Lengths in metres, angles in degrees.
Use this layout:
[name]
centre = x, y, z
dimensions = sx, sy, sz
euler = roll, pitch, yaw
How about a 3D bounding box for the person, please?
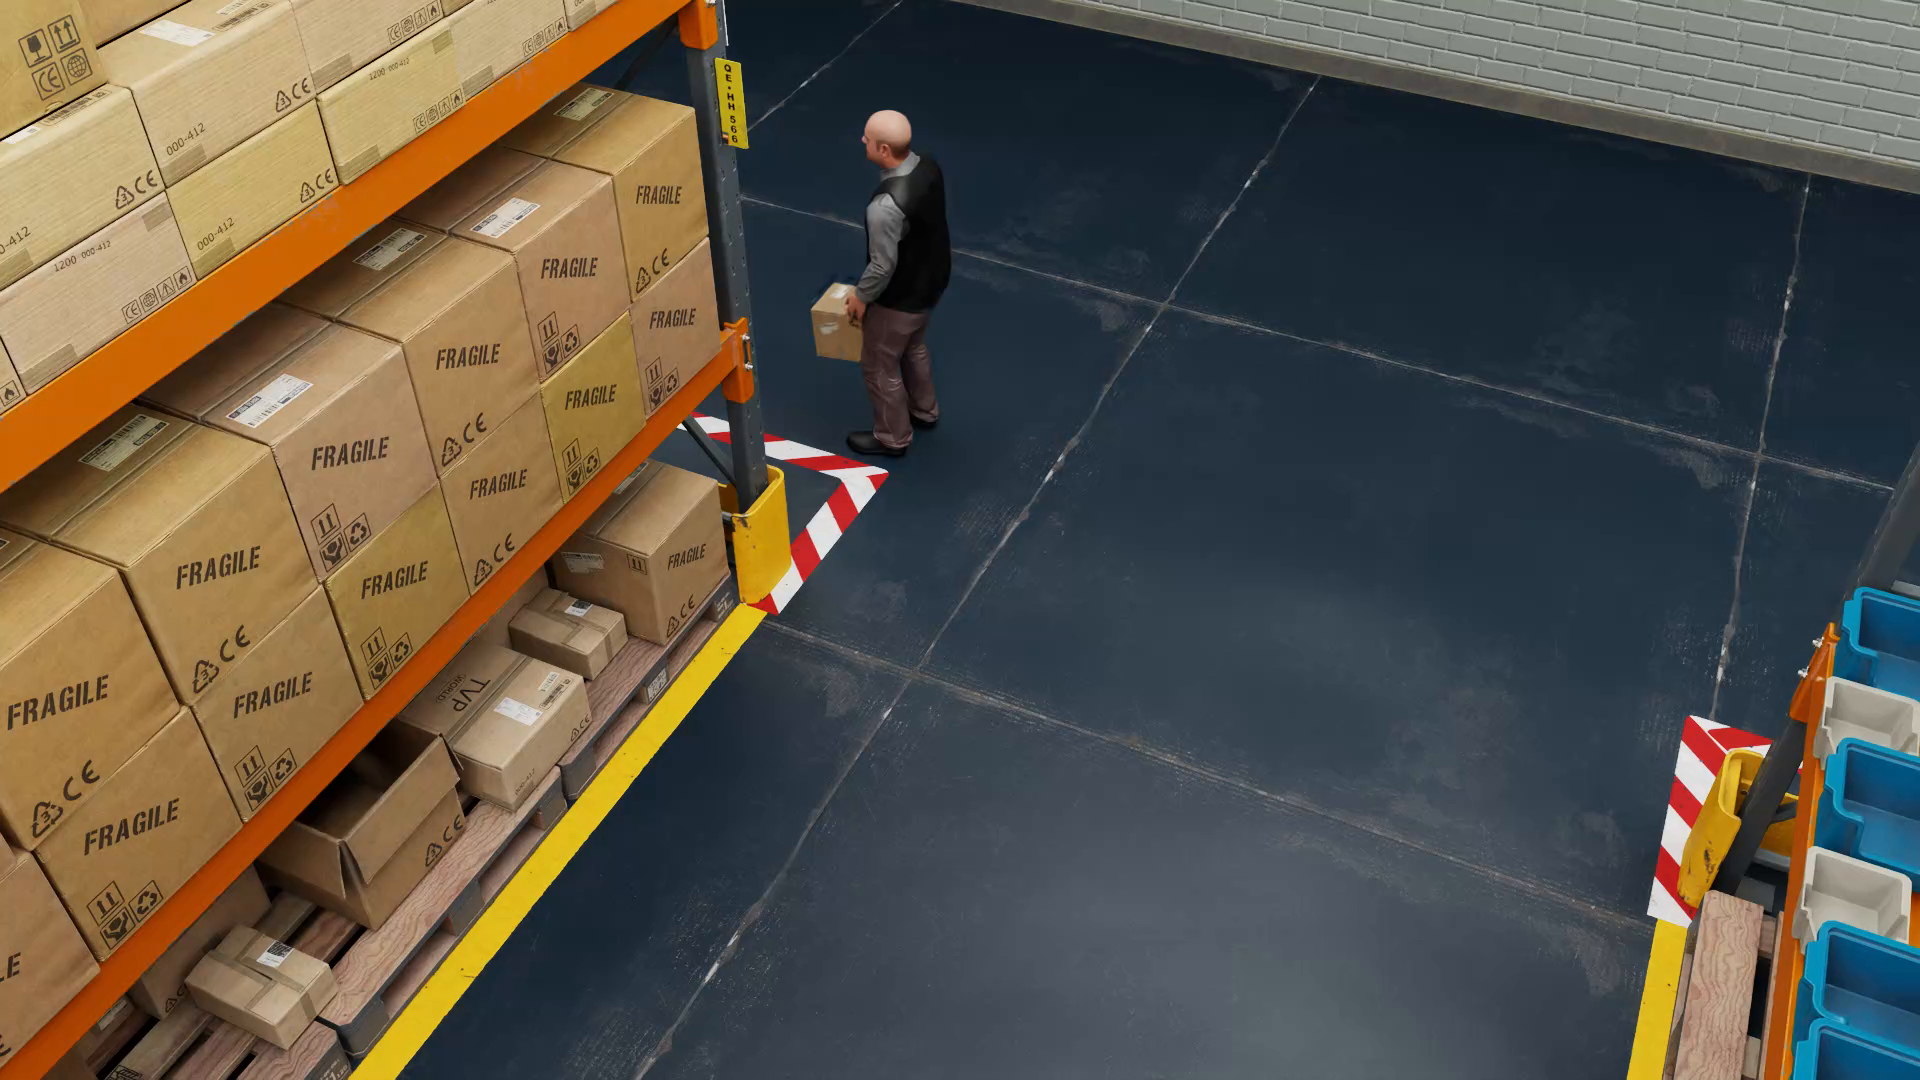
[person]
centre = -0.282, -1.124, 7.435
dimensions = 0.471, 1.726, 0.556
euler = 15, 44, 16
